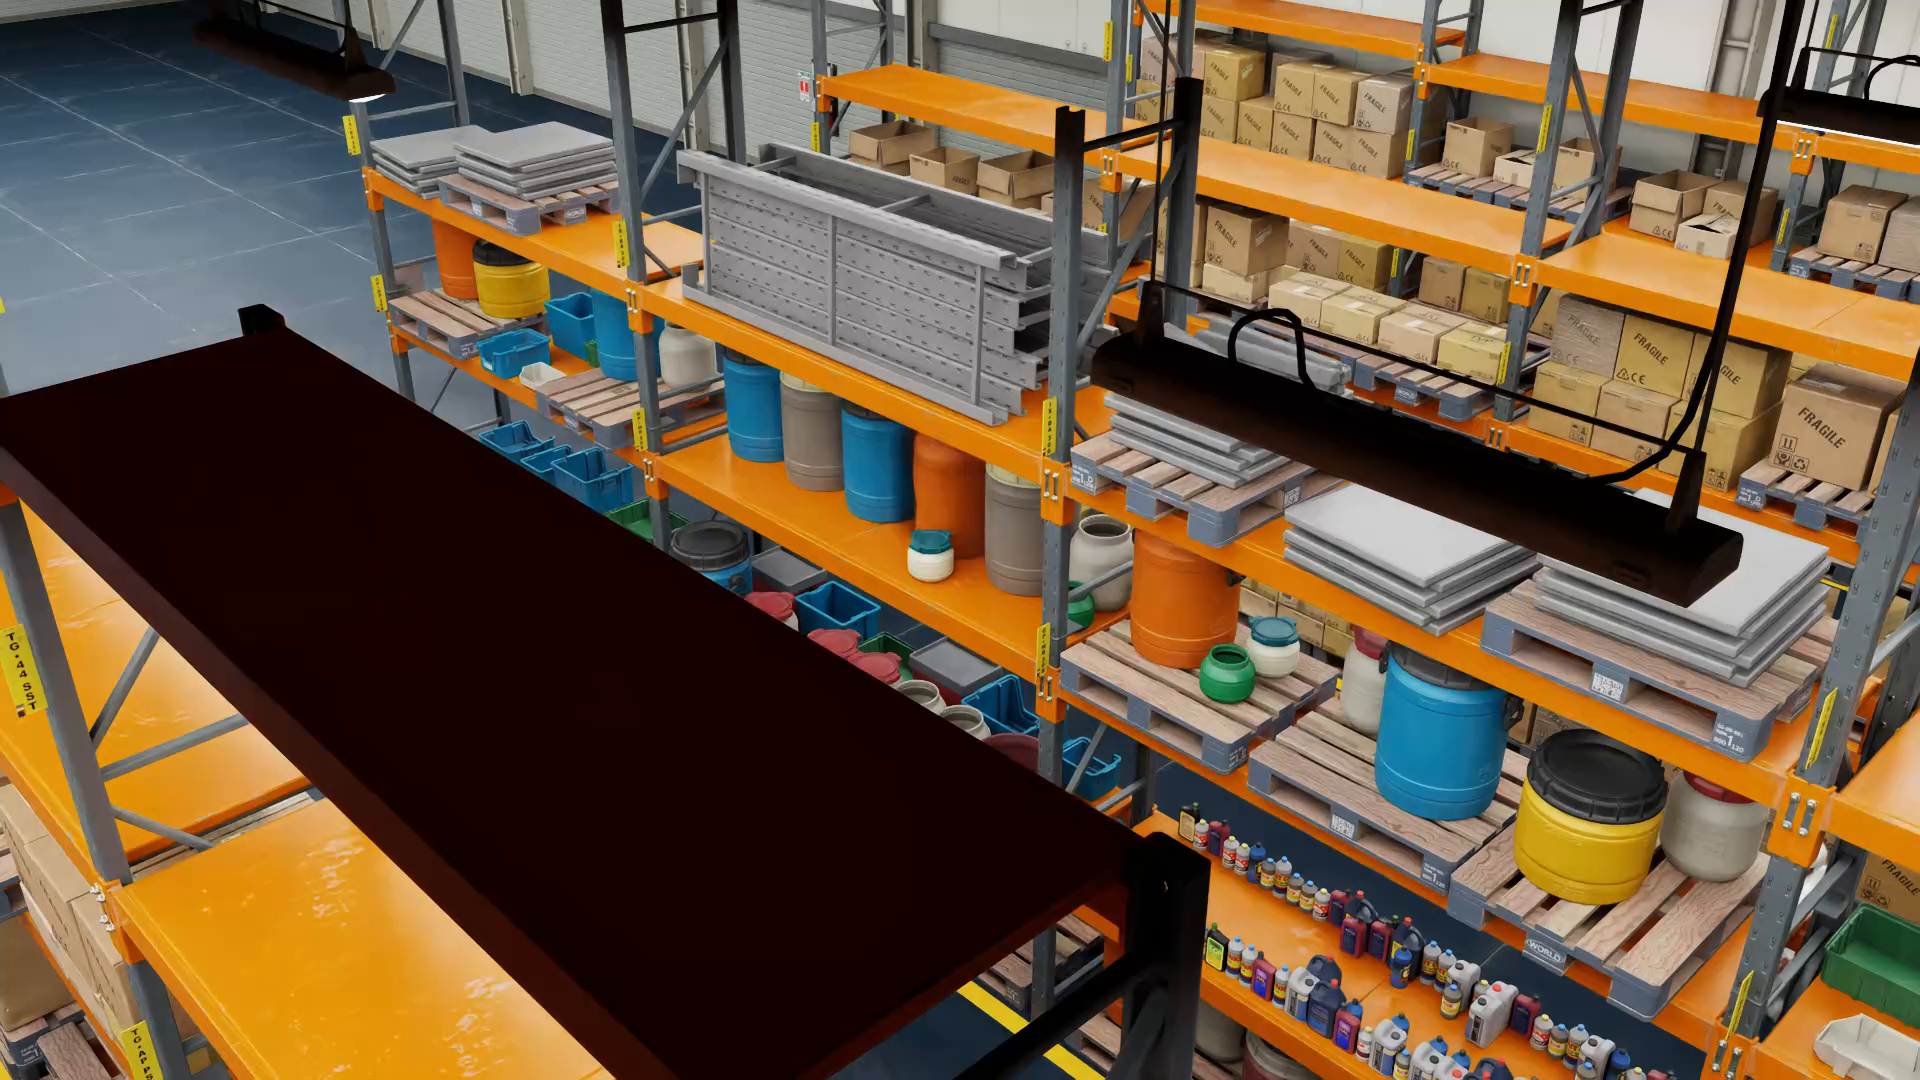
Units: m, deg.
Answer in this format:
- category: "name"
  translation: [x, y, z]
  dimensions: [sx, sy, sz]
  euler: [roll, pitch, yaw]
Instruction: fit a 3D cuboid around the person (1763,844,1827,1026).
- category: "person"
  translation: [5.212, 2.583, 10.278]
  dimensions: [0.705, 1.669, 0.694]
  euler: [-19, 34, -31]
